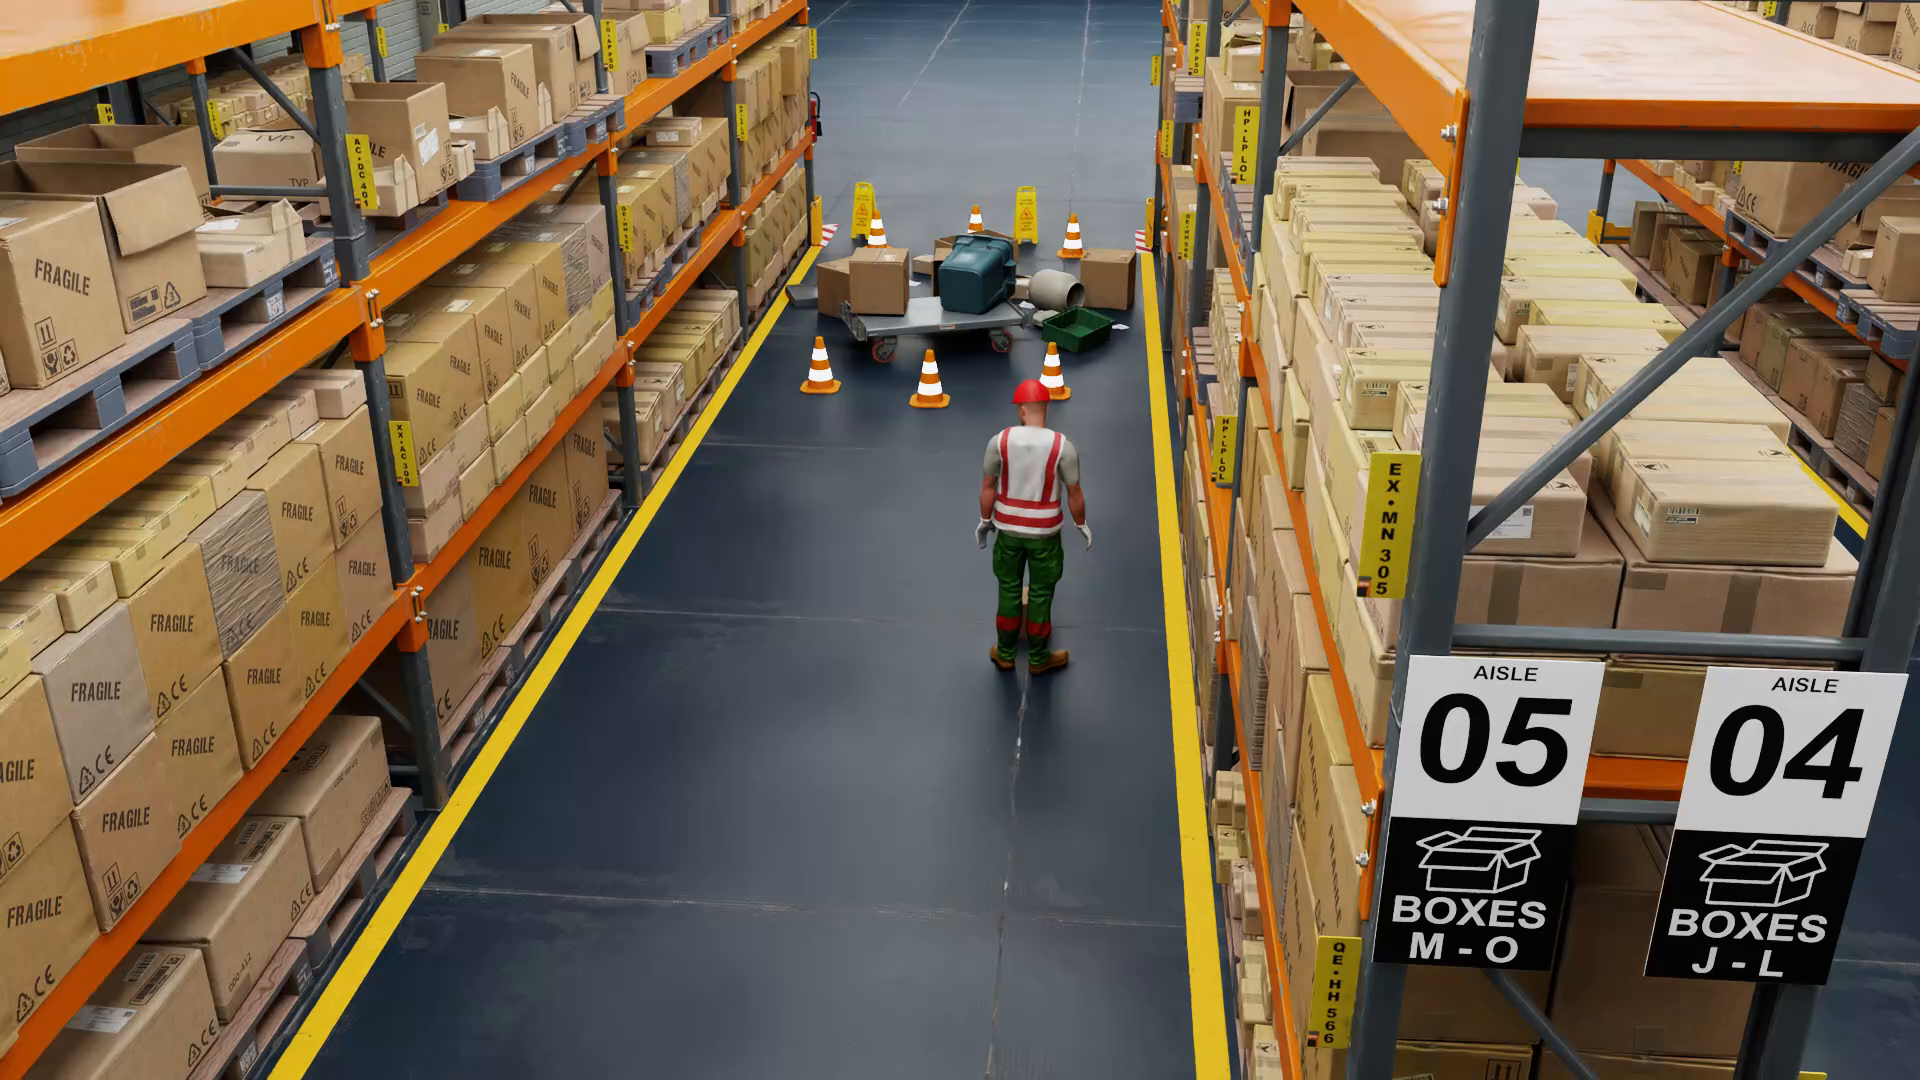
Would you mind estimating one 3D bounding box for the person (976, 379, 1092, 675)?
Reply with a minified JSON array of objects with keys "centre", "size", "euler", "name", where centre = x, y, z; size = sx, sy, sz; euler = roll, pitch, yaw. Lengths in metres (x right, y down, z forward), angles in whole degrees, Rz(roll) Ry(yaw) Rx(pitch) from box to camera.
[{"centre":[0.432,-0.057,9.687],"size":[0.659,1.796,0.386],"euler":[7,25,15],"name":"person"}]
